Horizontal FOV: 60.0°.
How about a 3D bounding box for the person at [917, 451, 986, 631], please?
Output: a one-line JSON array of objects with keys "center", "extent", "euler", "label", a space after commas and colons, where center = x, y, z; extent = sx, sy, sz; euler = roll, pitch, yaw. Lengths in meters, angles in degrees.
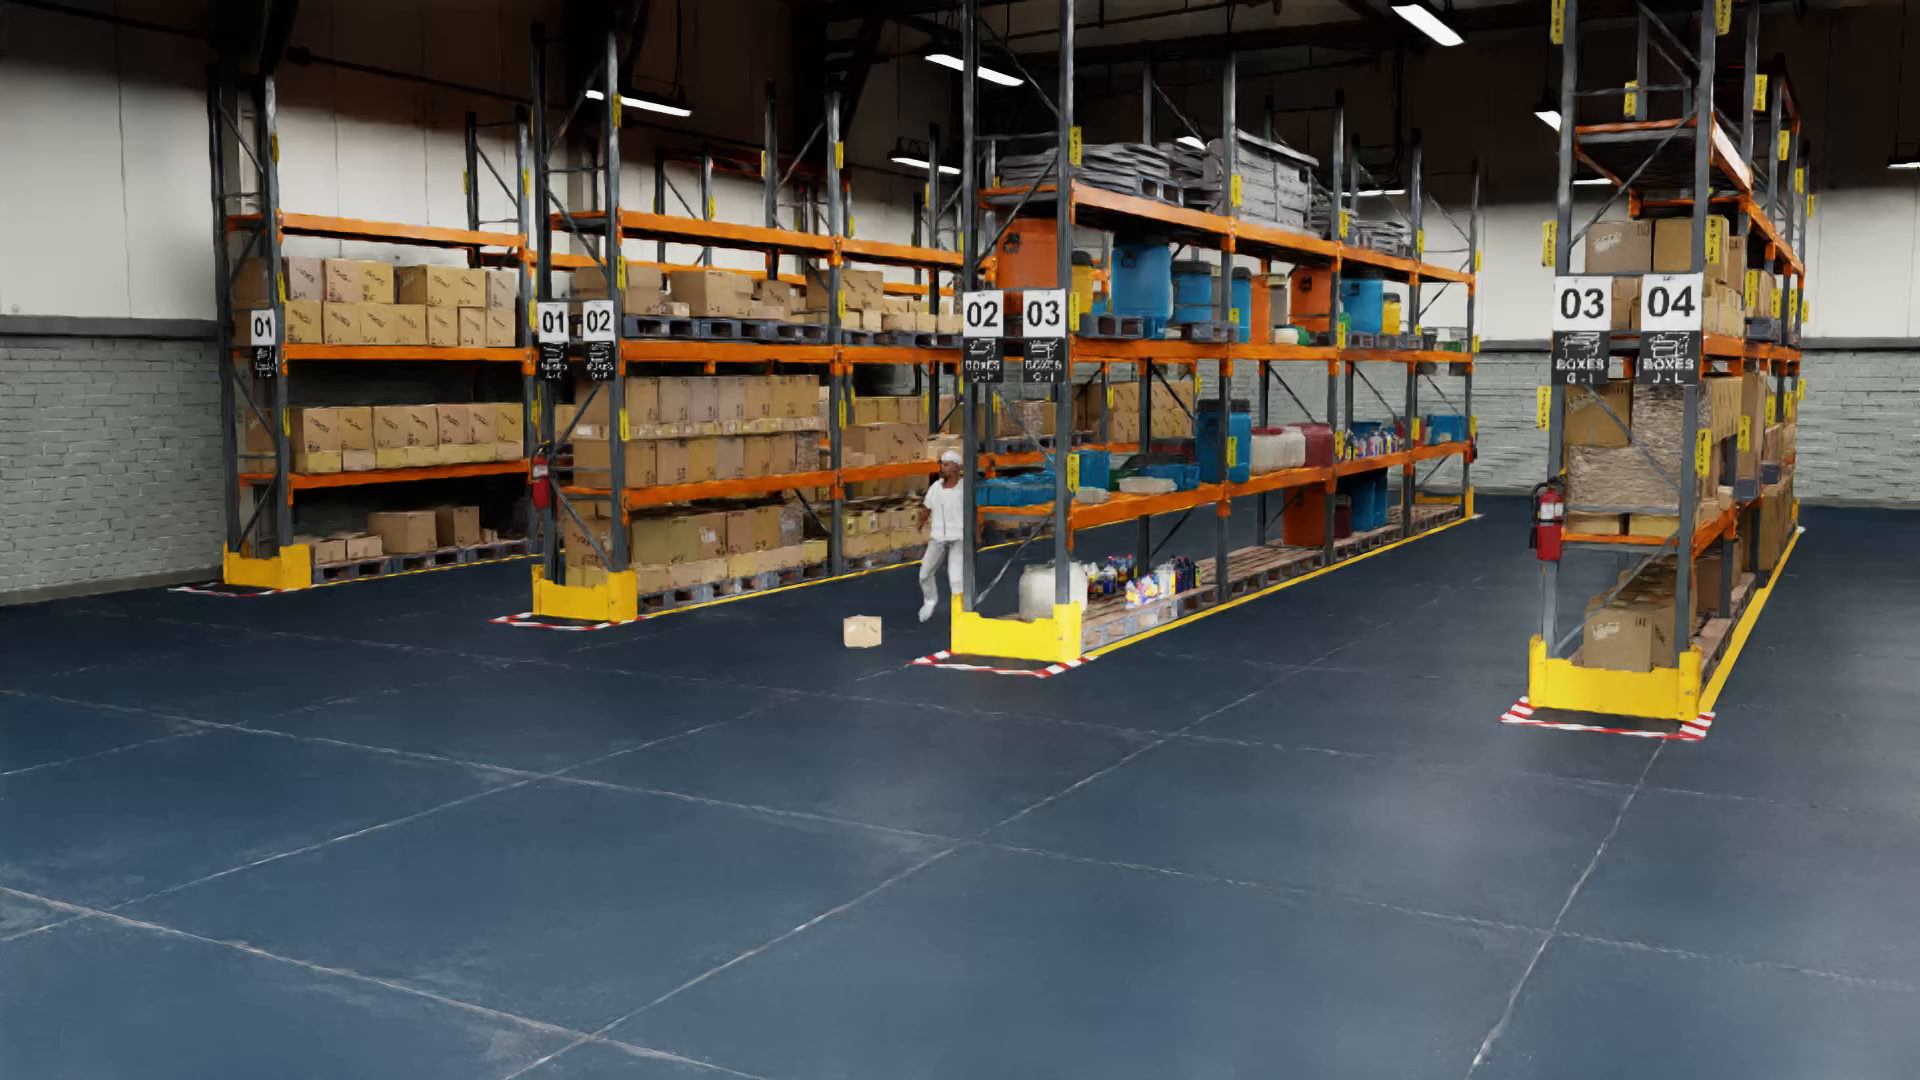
[{"center": [-0.092, 0.000, 16.187], "extent": [0.798, 1.733, 0.501], "euler": [3, 7, 26], "label": "person"}]
